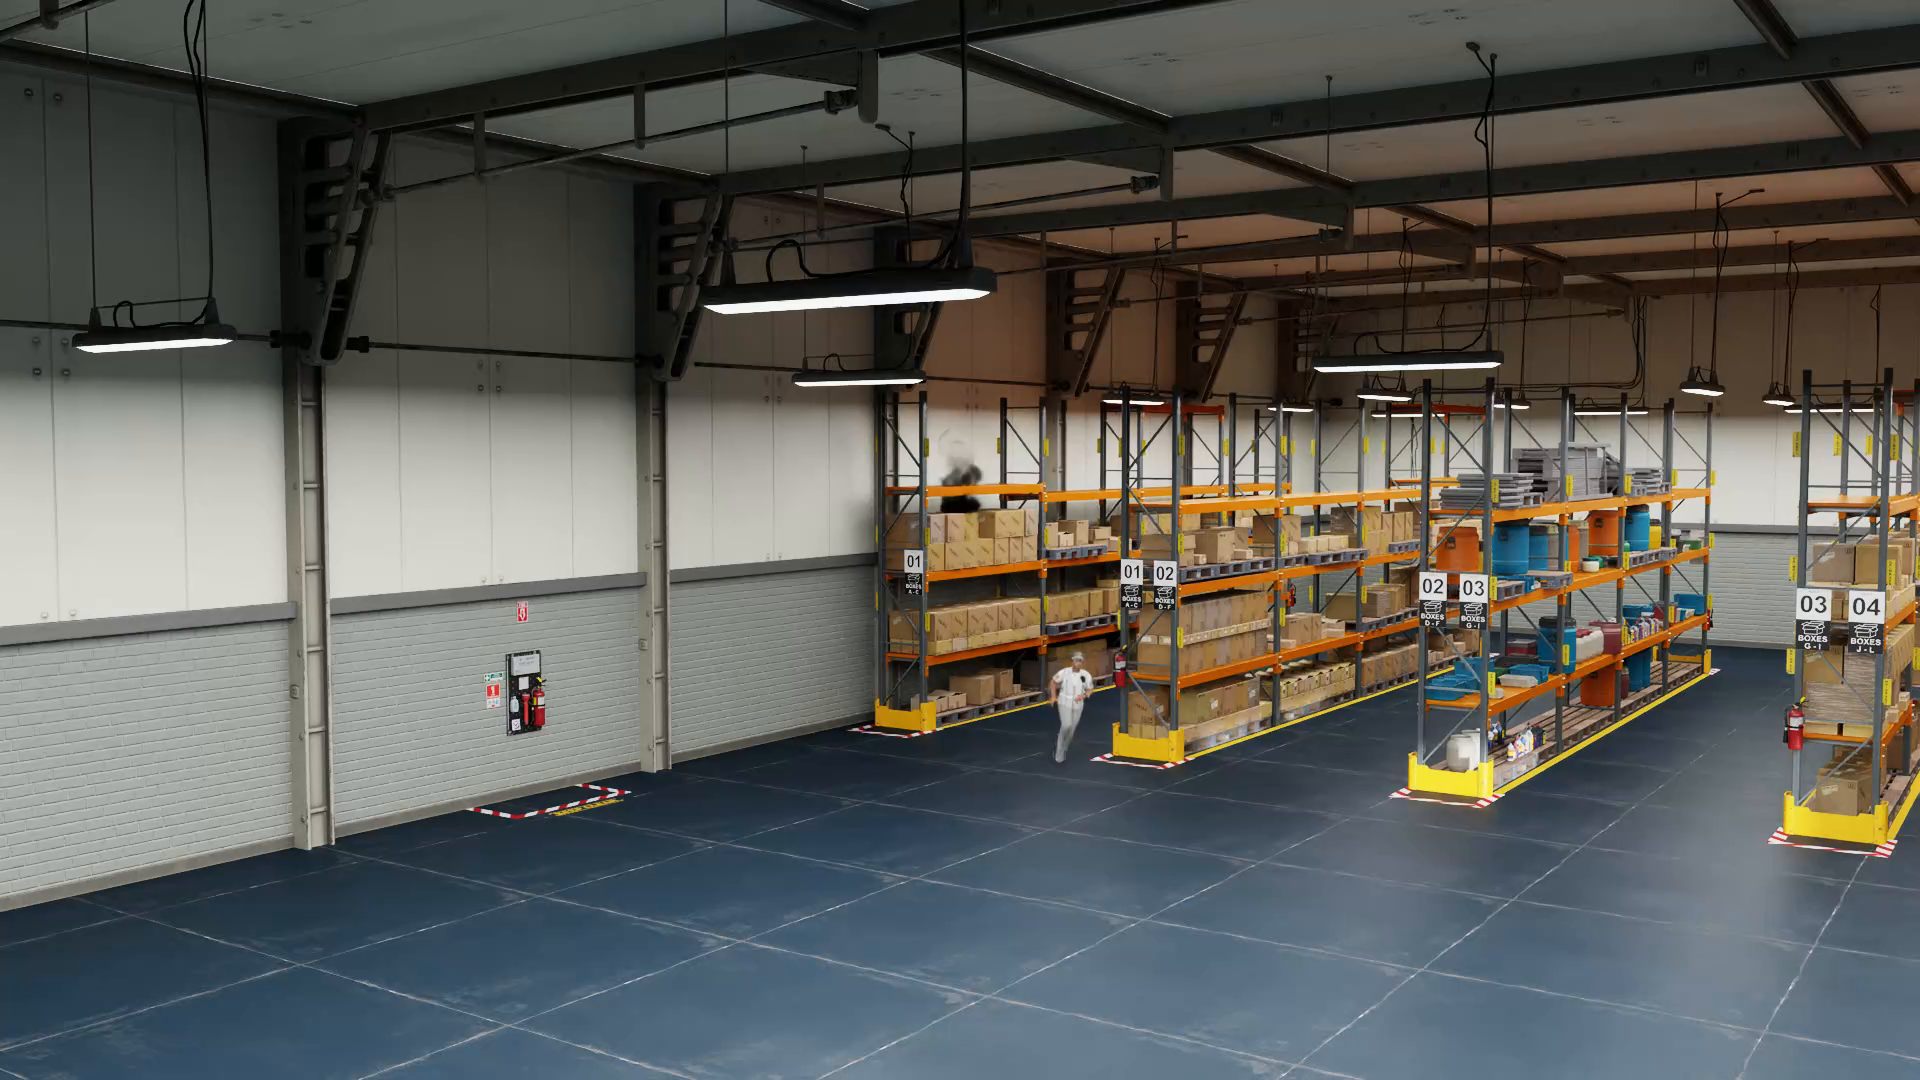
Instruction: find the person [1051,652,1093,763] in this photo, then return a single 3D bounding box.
[{"bbox_3d":[1.802,2.650,26.539,0.663,1.735,0.665,0,3,-7],"label":"person"}]
